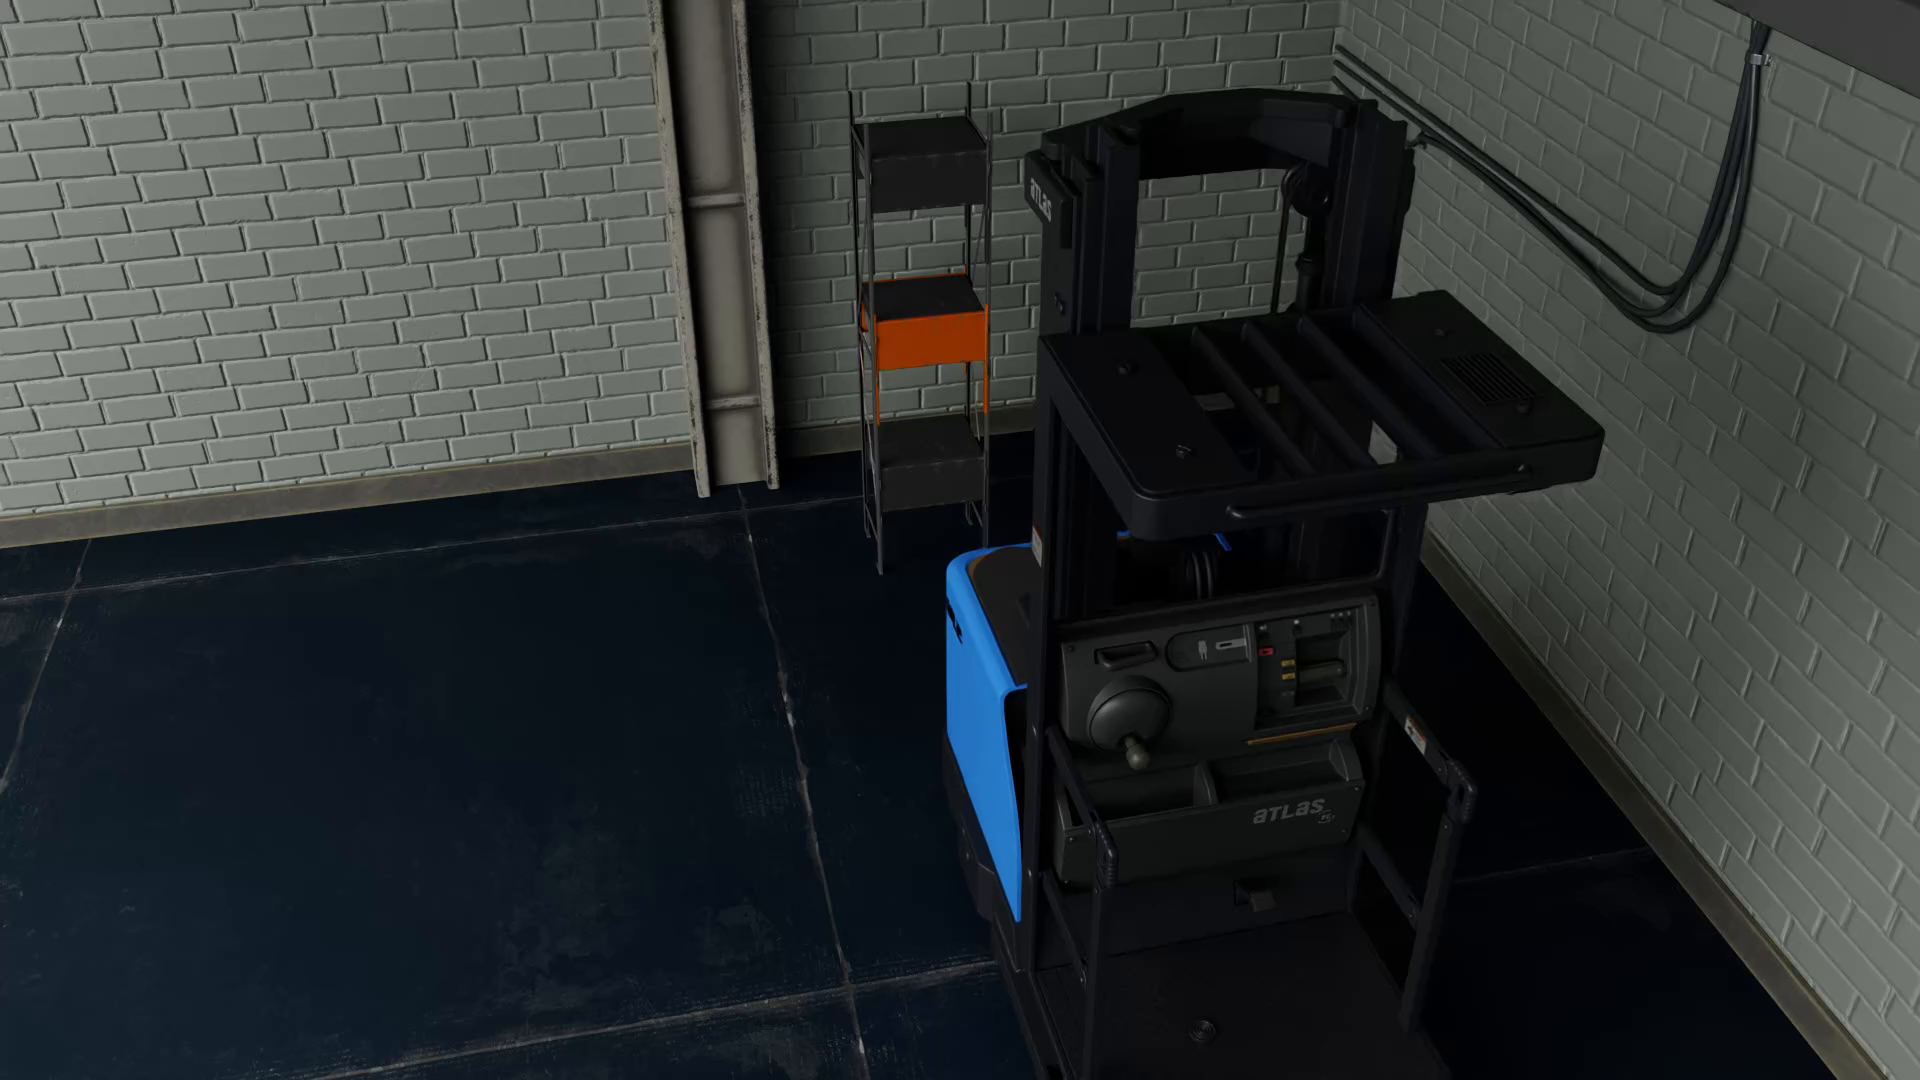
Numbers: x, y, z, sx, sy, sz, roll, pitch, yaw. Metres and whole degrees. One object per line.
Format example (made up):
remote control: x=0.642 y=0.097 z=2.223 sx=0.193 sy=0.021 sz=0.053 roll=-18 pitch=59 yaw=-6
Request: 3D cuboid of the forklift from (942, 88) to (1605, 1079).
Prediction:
forklift: x=0.786 y=0.451 z=4.448 sx=1.130 sy=2.935 sz=3.031 roll=-8 pitch=35 yaw=-12

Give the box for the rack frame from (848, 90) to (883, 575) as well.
rack frame: x=-0.399 y=-0.822 z=7.090 sx=0.015 sy=2.100 sz=0.400 roll=-7 pitch=35 yaw=-11

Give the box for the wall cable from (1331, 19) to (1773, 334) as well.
wall cable: x=2.061 y=-2.404 z=6.043 sx=0.112 sy=2.526 sz=3.097 roll=-7 pitch=35 yaw=-11

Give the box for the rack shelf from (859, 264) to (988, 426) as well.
rack shelf: x=-0.161 y=-0.840 z=7.142 sx=0.480 sy=0.518 sz=0.431 roll=-7 pitch=35 yaw=-11

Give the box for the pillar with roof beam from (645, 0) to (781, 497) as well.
pillar with roof beam: x=-0.155 y=-1.710 z=2.223 sx=0.400 sy=9.000 sz=9.100 roll=-7 pitch=35 yaw=-11

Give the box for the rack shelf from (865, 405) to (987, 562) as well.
rack shelf: x=-0.161 y=-0.259 z=7.532 sx=0.480 sy=0.518 sz=0.431 roll=-7 pitch=35 yaw=-11

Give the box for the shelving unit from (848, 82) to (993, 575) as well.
shelving unit: x=-0.161 y=-0.852 z=7.135 sx=0.503 sy=2.100 sz=0.431 roll=-7 pitch=35 yaw=-11

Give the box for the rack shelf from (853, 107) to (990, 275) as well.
rack shelf: x=-0.161 y=-1.421 z=6.752 sx=0.480 sy=0.518 sz=0.431 roll=-7 pitch=35 yaw=-11

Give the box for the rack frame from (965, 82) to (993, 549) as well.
rack frame: x=0.077 y=-0.882 z=7.179 sx=0.015 sy=2.100 sz=0.400 roll=-7 pitch=35 yaw=-11
